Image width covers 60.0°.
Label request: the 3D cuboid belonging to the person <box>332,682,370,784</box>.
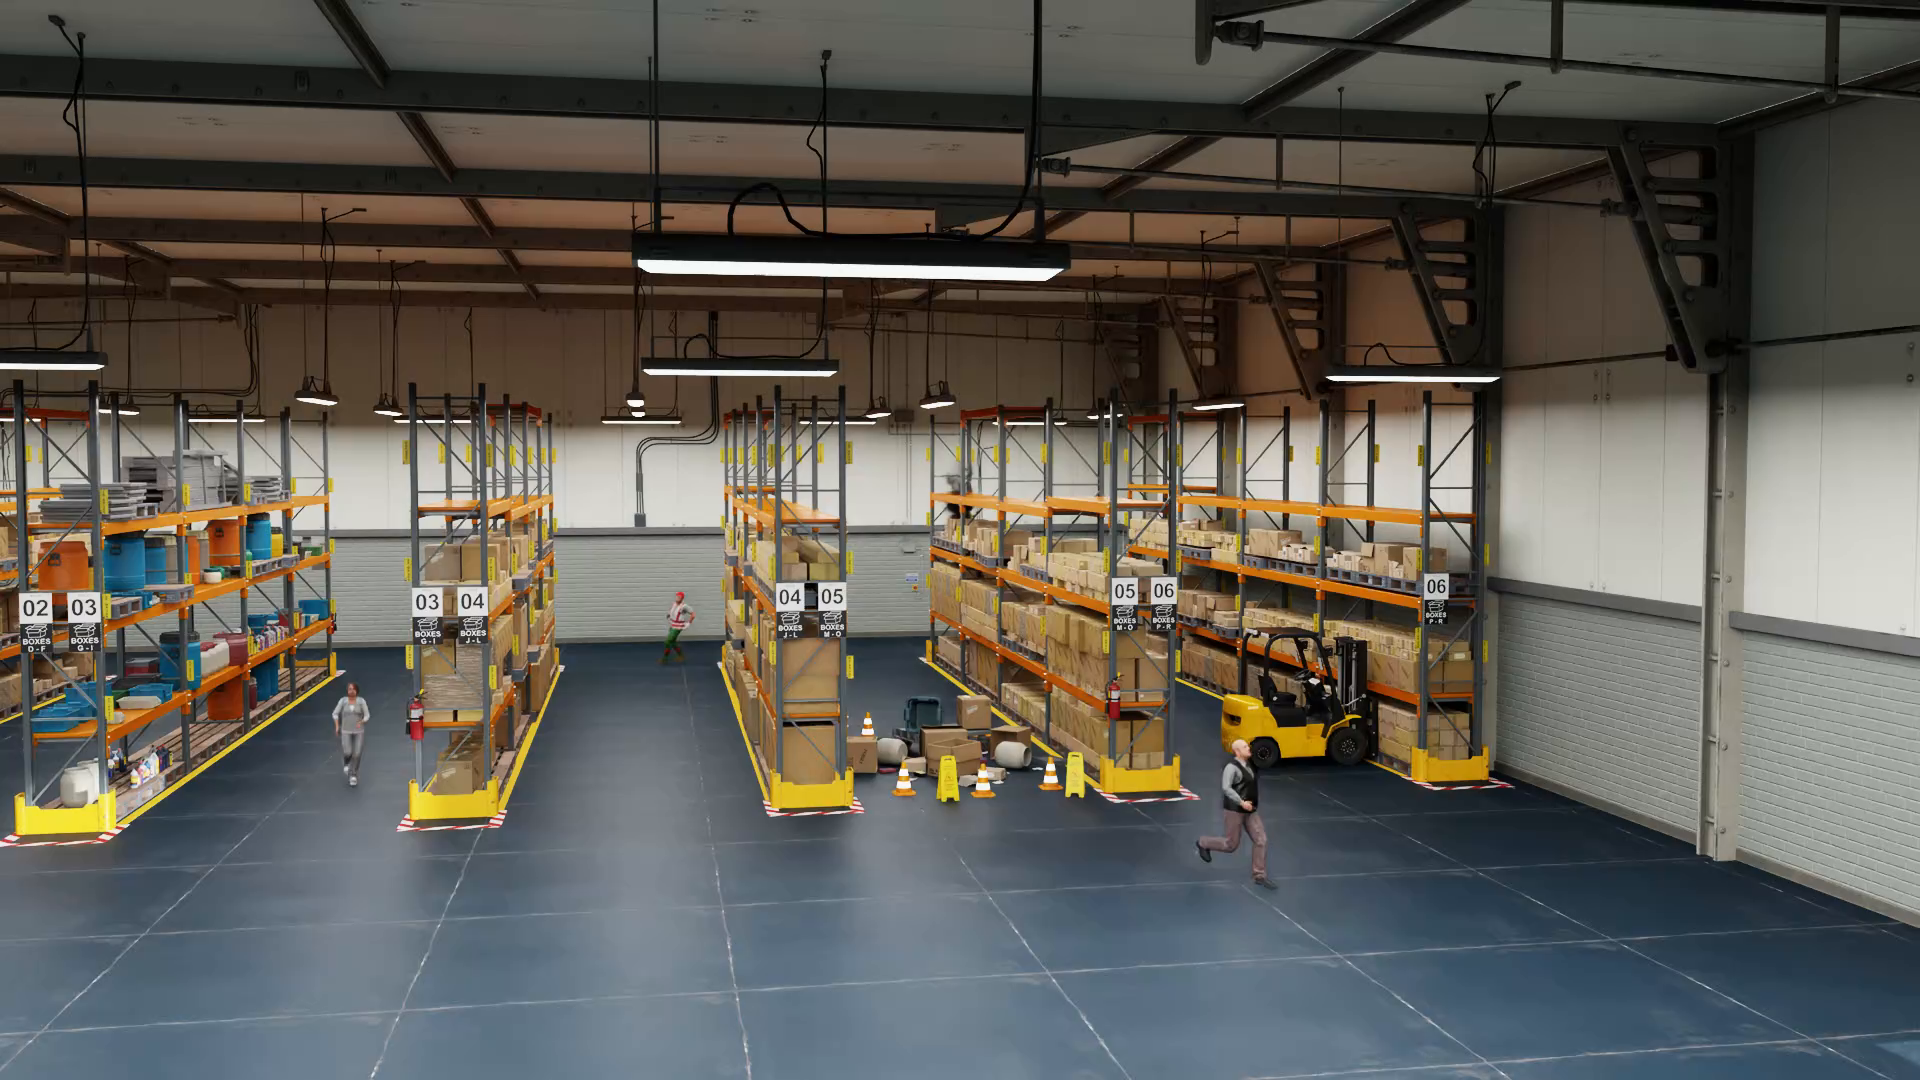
[{"bbox_3d":[-9.241,2.946,25.272,0.533,1.561,0.534,-1,3,-23],"label":"person"}]

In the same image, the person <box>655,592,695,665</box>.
[{"bbox_3d":[-6.858,2.106,39.881,0.810,1.750,0.645,-2,4,-39],"label":"person"}]

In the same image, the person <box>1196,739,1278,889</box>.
[{"bbox_3d":[3.253,3.188,19.490,1.034,1.713,0.639,3,4,43],"label":"person"}]

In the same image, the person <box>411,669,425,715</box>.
[{"bbox_3d":[-10.105,2.607,31.358,0.571,1.607,0.574,-1,3,-15],"label":"person"}]
